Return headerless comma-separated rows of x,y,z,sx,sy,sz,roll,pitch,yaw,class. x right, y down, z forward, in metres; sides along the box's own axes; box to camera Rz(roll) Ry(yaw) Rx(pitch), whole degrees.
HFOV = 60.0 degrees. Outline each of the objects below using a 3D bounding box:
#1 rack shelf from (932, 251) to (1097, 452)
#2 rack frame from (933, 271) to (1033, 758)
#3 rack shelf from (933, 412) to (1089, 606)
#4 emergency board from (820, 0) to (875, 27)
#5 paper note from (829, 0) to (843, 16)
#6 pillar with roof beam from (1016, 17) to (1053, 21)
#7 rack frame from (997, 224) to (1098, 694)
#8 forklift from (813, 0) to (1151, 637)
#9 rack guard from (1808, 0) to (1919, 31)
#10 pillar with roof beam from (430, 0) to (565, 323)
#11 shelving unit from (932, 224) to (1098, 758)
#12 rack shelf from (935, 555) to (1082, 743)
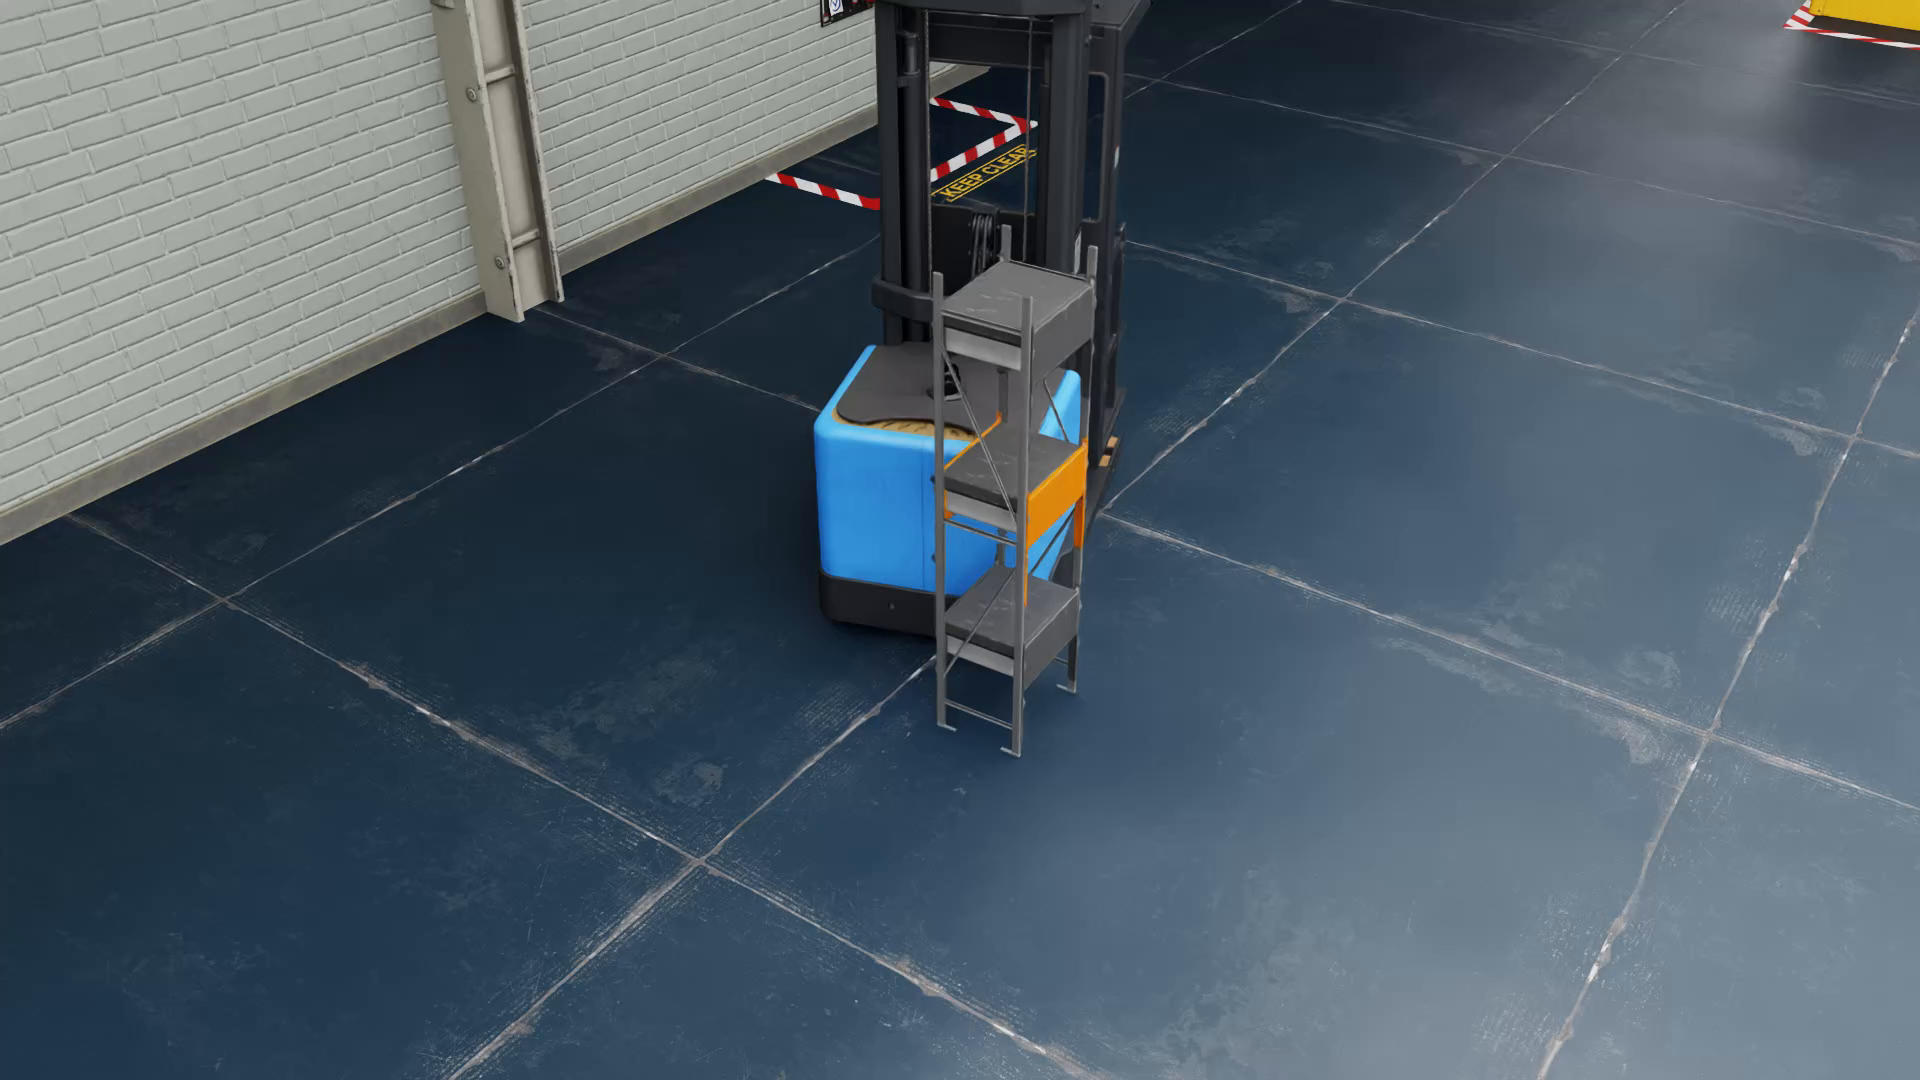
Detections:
0.204,-0.710,6.200,0.431,0.518,0.480,19,38,25,rack shelf
0.077,-0.024,6.412,0.400,2.100,0.015,19,38,25,rack frame
0.204,-0.130,6.592,0.431,0.518,0.480,19,38,25,rack shelf
-0.750,-4.355,12.012,0.194,1.169,0.643,21,39,28,emergency board
-0.907,-3.930,12.171,0.016,0.148,0.142,21,39,28,paper note
4.228,-6.590,9.961,9.100,9.000,0.400,21,39,28,pillar with roof beam
0.330,-0.258,6.757,0.400,2.100,0.015,19,38,25,rack frame
0.239,-1.543,7.916,1.130,2.935,3.031,9,35,13,forklift
8.481,-5.015,15.220,1.175,0.500,0.348,21,39,28,rack guard
0.806,-3.829,5.878,9.100,9.000,0.400,21,39,28,pillar with roof beam
0.204,-0.141,6.584,0.431,2.100,0.503,19,38,25,shelving unit
0.204,0.450,6.984,0.431,0.518,0.480,19,38,25,rack shelf
